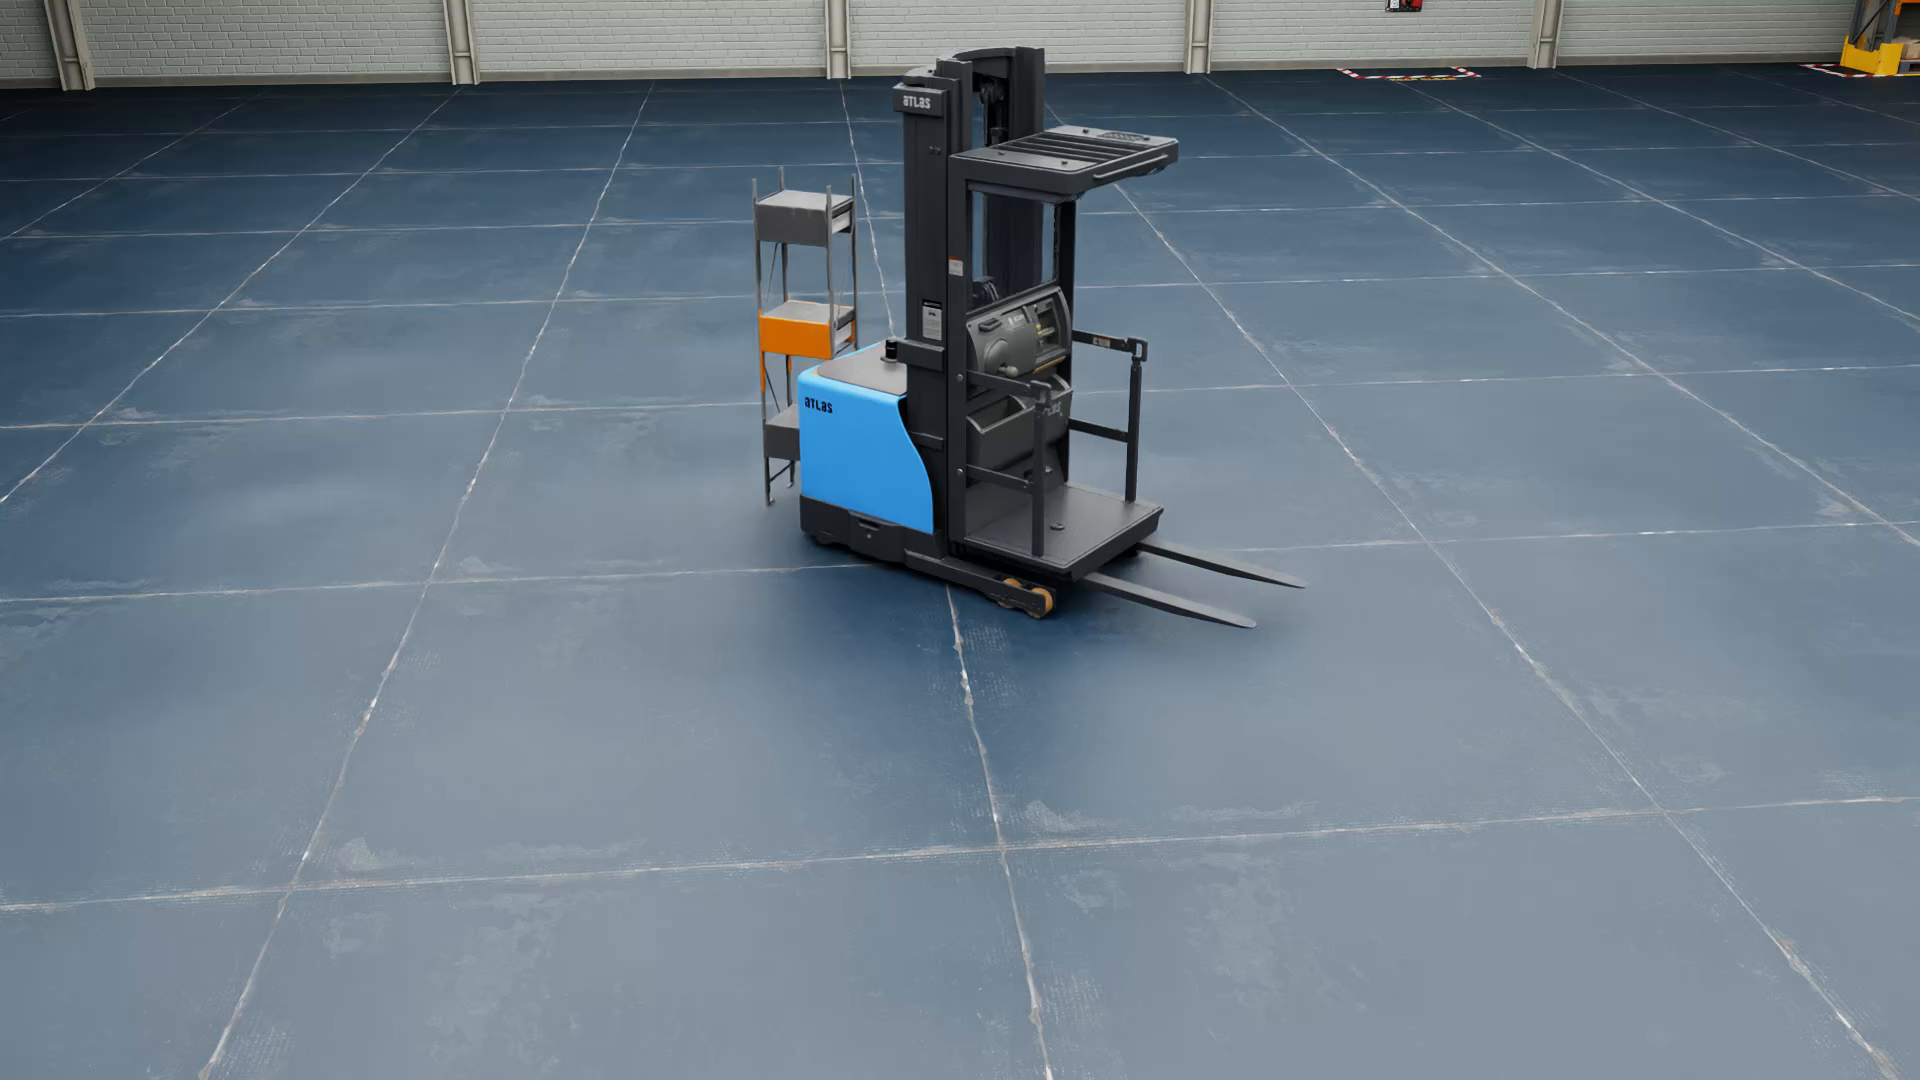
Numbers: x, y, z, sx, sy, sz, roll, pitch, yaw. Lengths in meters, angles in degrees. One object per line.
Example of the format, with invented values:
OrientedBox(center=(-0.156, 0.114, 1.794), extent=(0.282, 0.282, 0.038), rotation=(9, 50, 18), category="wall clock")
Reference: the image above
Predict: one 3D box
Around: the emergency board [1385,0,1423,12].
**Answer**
OrientedBox(center=(7.481, -9.389, 27.681), extent=(0.643, 1.169, 0.194), rotation=(-2, 24, -5), category="emergency board")

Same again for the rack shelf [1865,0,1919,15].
OrientedBox(center=(17.294, -9.085, 27.883), extent=(4.000, 0.370, 1.077), rotation=(-2, 24, -5), category="rack shelf")

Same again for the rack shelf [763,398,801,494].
OrientedBox(center=(-0.950, -0.574, 10.707), extent=(0.480, 0.518, 0.431), rotation=(9, 26, 18), category="rack shelf")

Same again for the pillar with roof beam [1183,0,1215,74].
OrientedBox(center=(4.397, -10.234, 22.196), extent=(0.400, 9.000, 9.100), rotation=(-2, 24, -5), category="pillar with roof beam")

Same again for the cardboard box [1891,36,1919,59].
OrientedBox(center=(16.001, -8.298, 27.995), extent=(0.500, 0.311, 0.500), rotation=(-5, 24, -11), category="cardboard box")

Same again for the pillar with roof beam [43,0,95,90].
OrientedBox(center=(-13.516, -9.516, 20.579), extent=(0.400, 9.000, 9.100), rotation=(-2, 24, -5), category="pillar with roof beam")

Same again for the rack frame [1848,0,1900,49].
OrientedBox(center=(15.304, -9.334, 27.557), extent=(0.127, 3.000, 1.000), rotation=(-2, 24, -5), category="rack frame")

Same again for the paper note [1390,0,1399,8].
OrientedBox(center=(7.298, -9.007, 27.907), extent=(0.142, 0.148, 0.016), rotation=(-2, 24, -5), category="paper note")

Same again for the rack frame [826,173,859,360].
OrientedBox(center=(-0.715, -1.188, 10.338), extent=(0.015, 2.100, 0.400), rotation=(9, 26, 18), category="rack frame")

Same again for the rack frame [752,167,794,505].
OrientedBox(center=(-1.173, -1.261, 10.492), extent=(0.015, 2.100, 0.400), rotation=(9, 26, 18), category="rack frame")

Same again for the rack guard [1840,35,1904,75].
OrientedBox(center=(15.379, -8.195, 28.072), extent=(0.348, 0.500, 1.175), rotation=(-2, 24, -5), category="rack guard")

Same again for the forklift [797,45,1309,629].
OrientedBox(center=(0.507, -1.150, 9.228), extent=(3.031, 2.935, 1.130), rotation=(17, 29, 33), category="forklift")

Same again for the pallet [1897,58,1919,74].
OrientedBox(center=(16.191, -8.081, 28.171), extent=(1.213, 0.211, 1.003), rotation=(-2, 24, -5), category="pallet")

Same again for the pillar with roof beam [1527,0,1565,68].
OrientedBox(center=(10.368, -10.474, 22.735), extent=(0.400, 9.000, 9.100), rotation=(-2, 24, -5), category="pillar with roof beam")

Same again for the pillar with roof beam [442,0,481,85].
OrientedBox(center=(-7.545, -9.755, 21.118), extent=(0.400, 9.000, 9.100), rotation=(-2, 24, -5), category="pillar with roof beam")

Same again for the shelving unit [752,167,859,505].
OrientedBox(center=(-0.944, -1.225, 10.415), extent=(0.503, 2.100, 0.431), rotation=(9, 26, 18), category="shelving unit")

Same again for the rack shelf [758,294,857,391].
OrientedBox(center=(-0.944, -1.212, 10.421), extent=(0.480, 0.518, 0.431), rotation=(9, 26, 18), category="rack shelf")

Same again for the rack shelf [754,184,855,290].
OrientedBox(center=(-0.939, -1.851, 10.134), extent=(0.480, 0.518, 0.431), rotation=(9, 26, 18), category="rack shelf")

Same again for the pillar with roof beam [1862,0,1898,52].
OrientedBox(center=(16.338, -10.713, 23.274), extent=(0.400, 9.000, 9.100), rotation=(-2, 24, -5), category="pillar with roof beam")

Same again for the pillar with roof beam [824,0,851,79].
OrientedBox(center=(-1.574, -9.995, 21.657), extent=(0.400, 9.000, 9.100), rotation=(-2, 24, -5), category="pillar with roof beam")
